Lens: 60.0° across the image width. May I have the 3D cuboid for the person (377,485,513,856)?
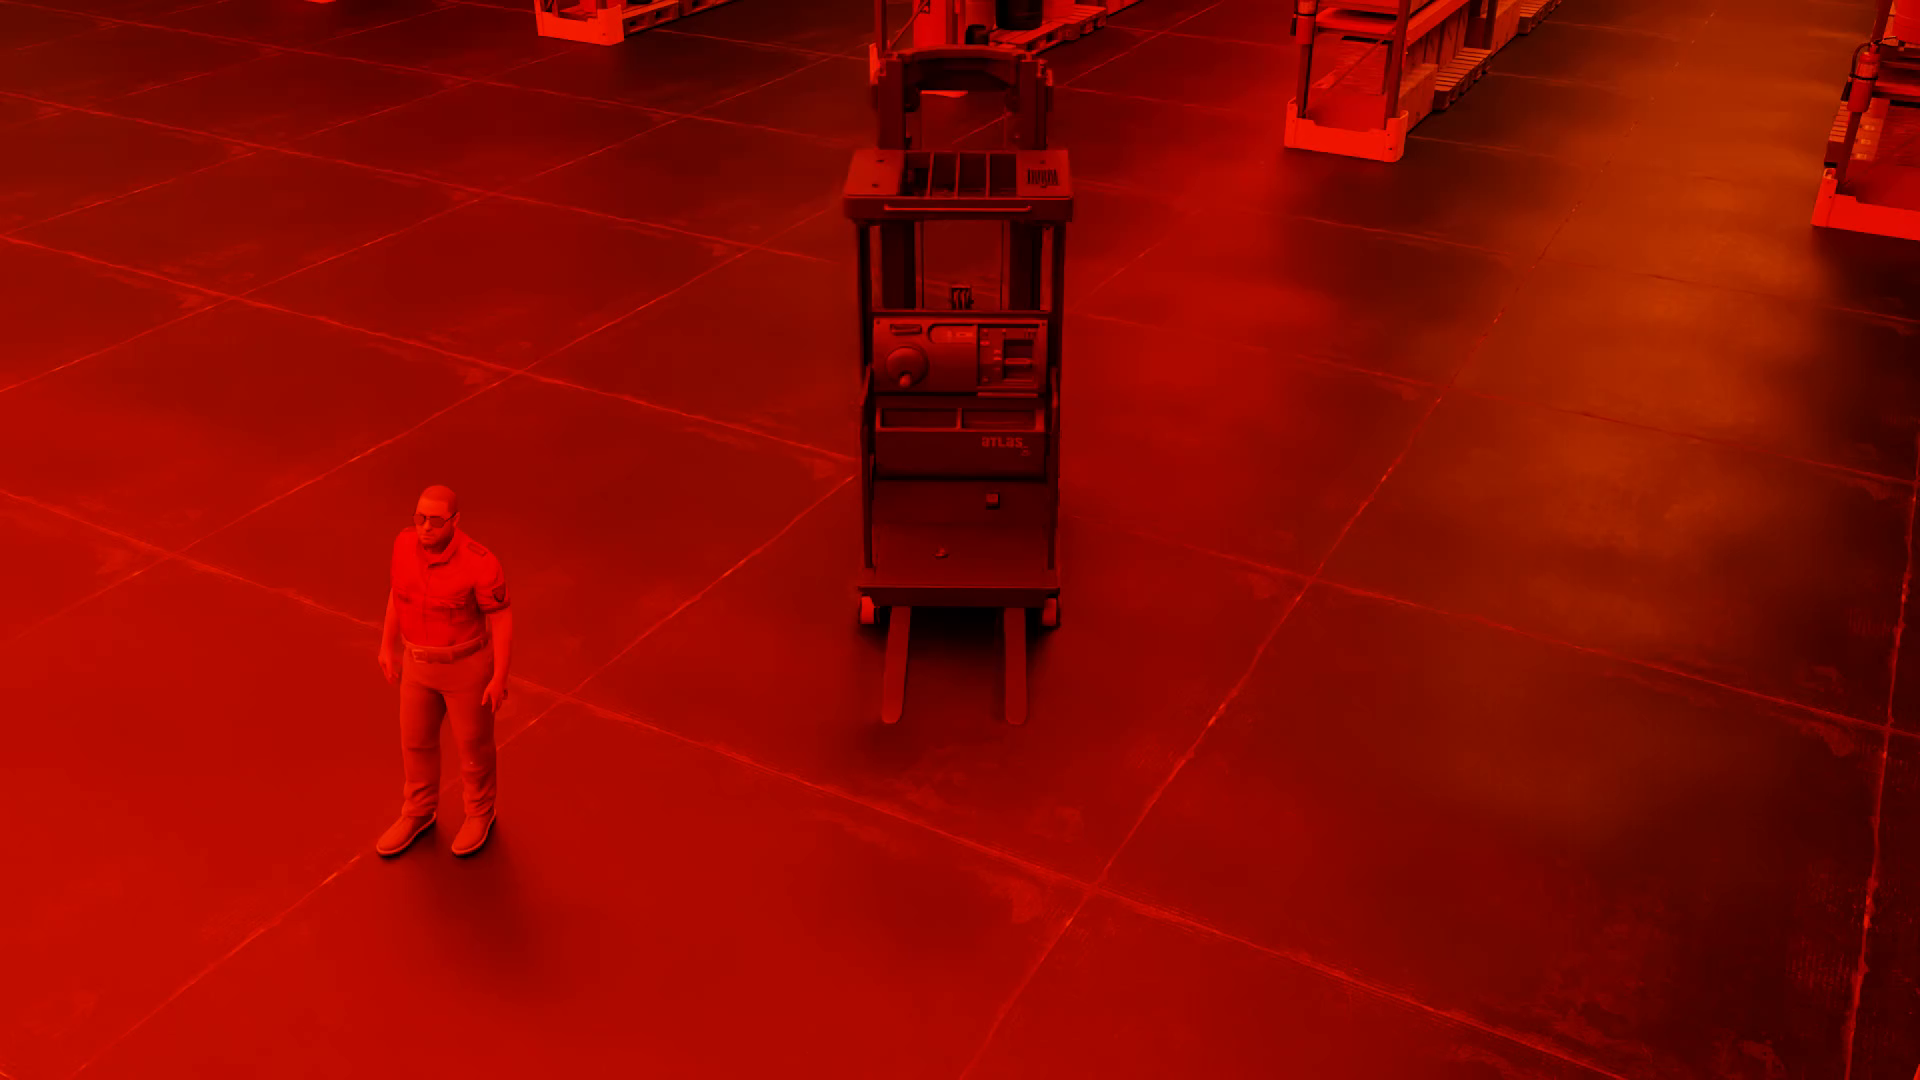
[{"bbox_3d":[-2.276,0.596,7.226,0.639,1.727,0.551,10,31,16],"label":"person"}]

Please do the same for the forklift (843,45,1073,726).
[{"bbox_3d":[0.000,-0.946,8.710,1.130,2.935,3.031,1,30,1],"label":"forklift"}]
